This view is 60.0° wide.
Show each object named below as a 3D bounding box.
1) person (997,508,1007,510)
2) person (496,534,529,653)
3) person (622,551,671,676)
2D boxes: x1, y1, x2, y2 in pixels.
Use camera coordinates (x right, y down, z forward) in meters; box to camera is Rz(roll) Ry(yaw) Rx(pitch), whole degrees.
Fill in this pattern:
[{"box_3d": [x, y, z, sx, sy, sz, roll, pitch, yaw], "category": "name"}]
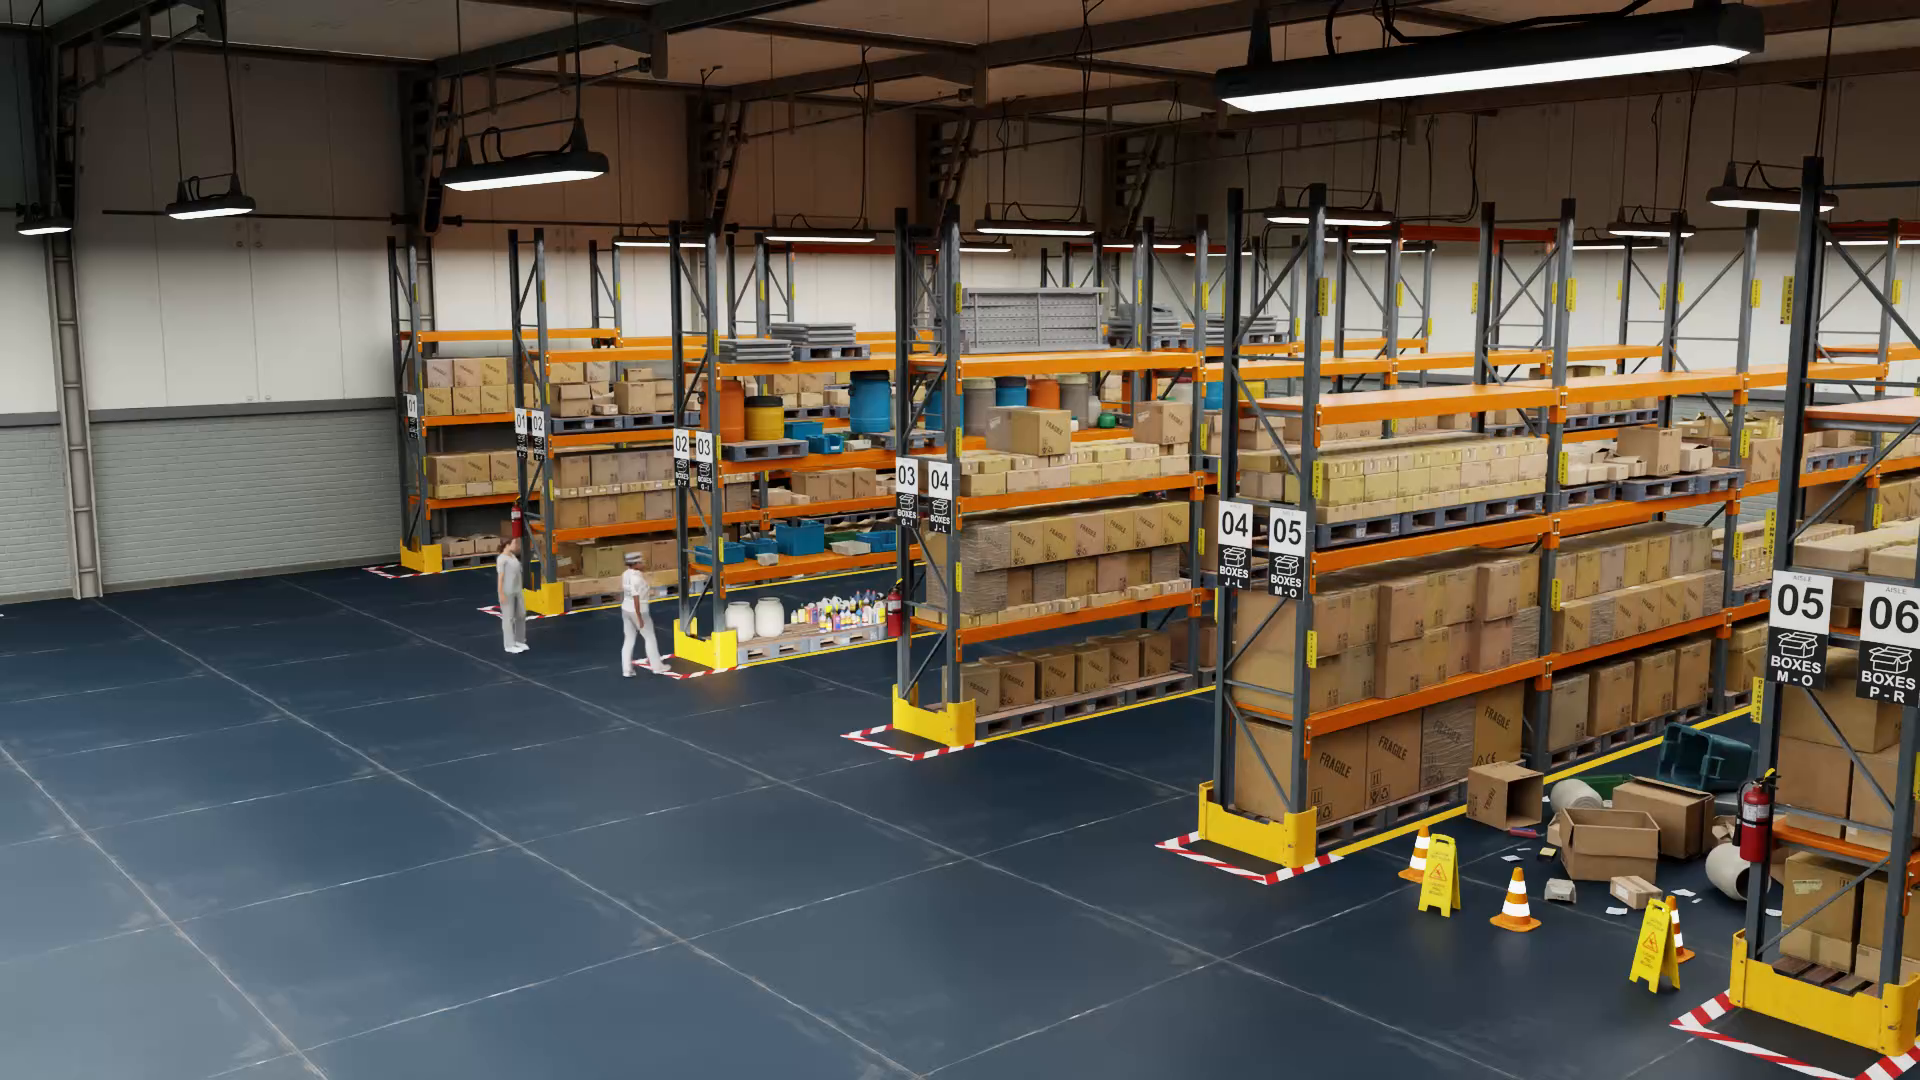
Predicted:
[{"box_3d": [0.776, -0.466, 30.862, 1.016, 1.733, 0.577, -7, 11, -36], "category": "person"}, {"box_3d": [-6.314, 0.758, 23.488, 0.391, 1.705, 0.546, 4, 10, 27], "category": "person"}, {"box_3d": [-4.203, 0.963, 22.070, 0.452, 1.672, 0.649, 8, 12, 41], "category": "person"}]
